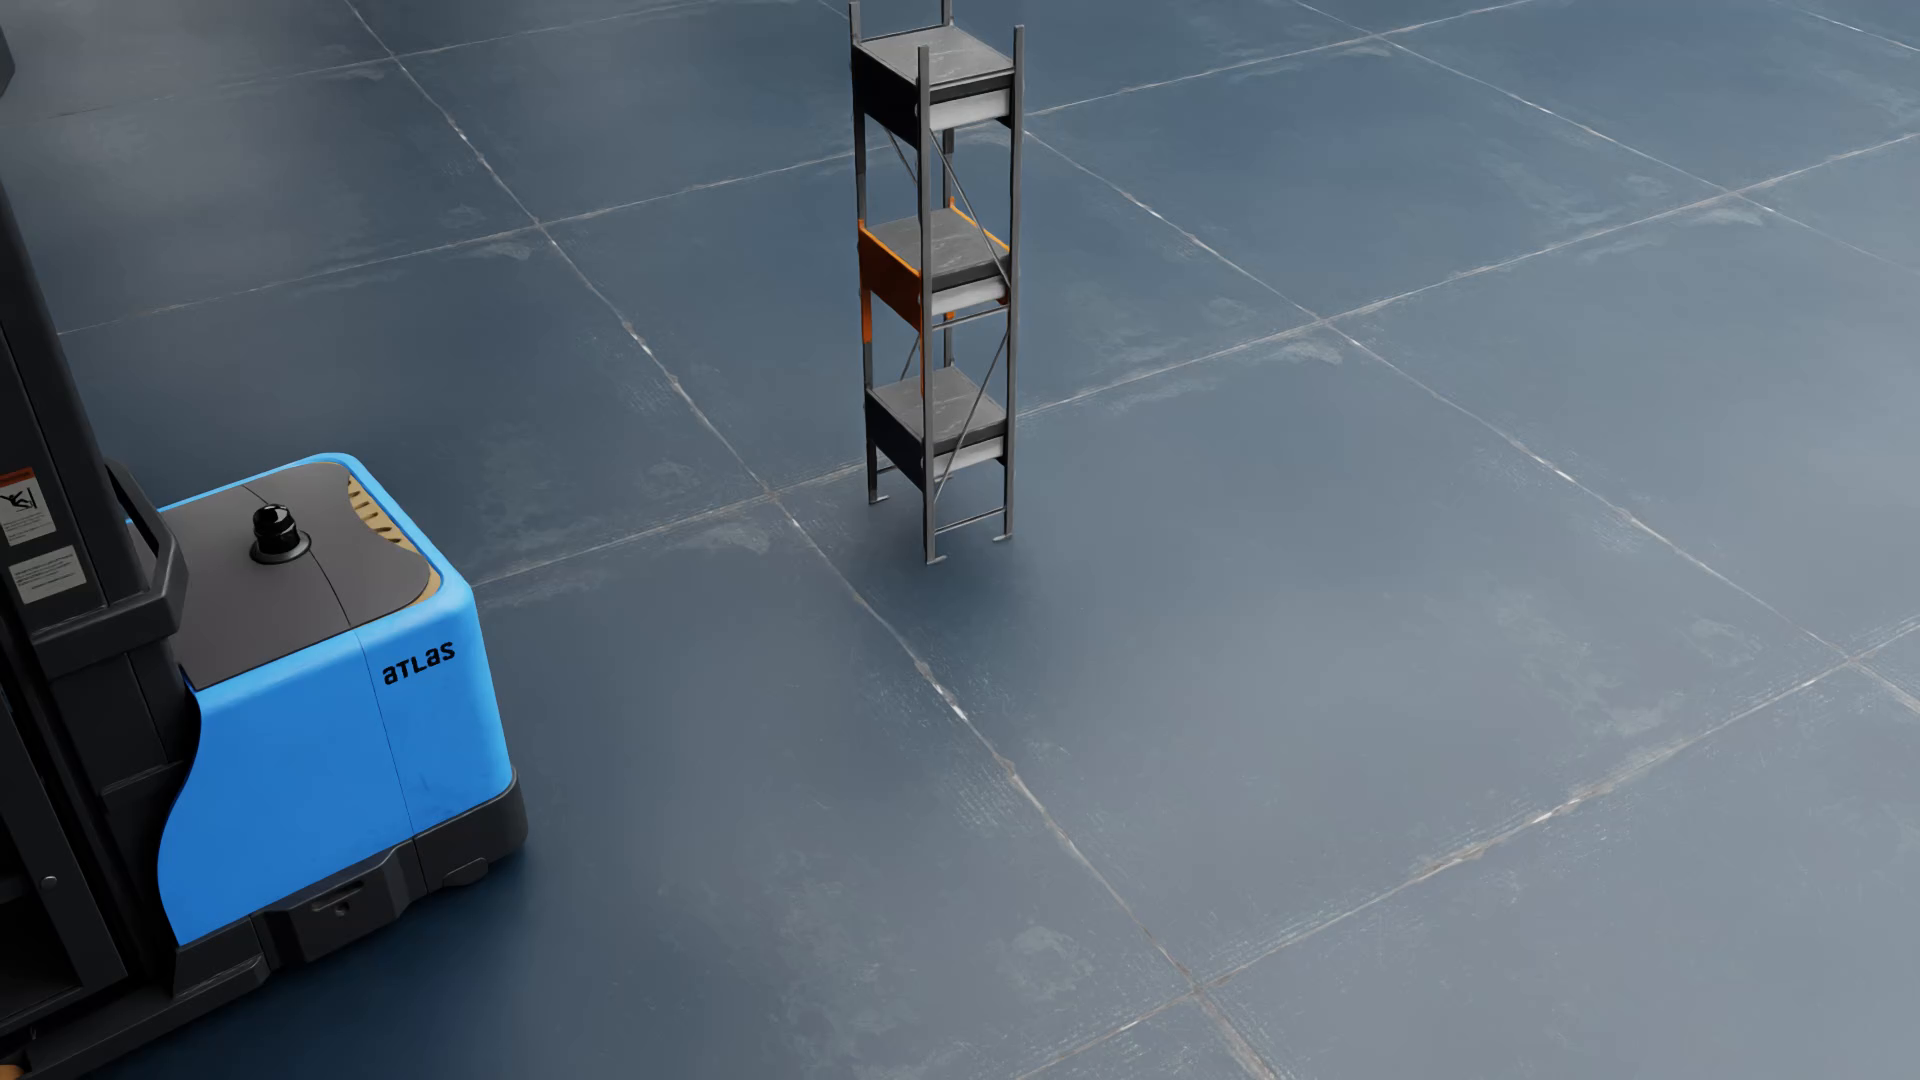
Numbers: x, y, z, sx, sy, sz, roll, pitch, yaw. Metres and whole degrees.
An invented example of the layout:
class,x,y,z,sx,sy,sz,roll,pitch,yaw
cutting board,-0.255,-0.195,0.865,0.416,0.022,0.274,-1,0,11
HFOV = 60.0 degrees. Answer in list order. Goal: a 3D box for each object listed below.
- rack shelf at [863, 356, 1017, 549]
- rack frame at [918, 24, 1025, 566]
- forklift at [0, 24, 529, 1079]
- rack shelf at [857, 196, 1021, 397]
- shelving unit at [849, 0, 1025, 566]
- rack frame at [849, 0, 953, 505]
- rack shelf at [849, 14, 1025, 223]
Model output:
class,x,y,z,sx,sy,sz,roll,pitch,yaw
rack shelf,-0.083,-0.356,6.667,0.431,0.518,0.480,-19,40,-24
rack frame,0.039,-0.808,6.076,0.400,2.100,0.015,-19,40,-24
forklift,-2.859,0.136,4.079,3.031,2.935,1.130,-25,43,-30
rack shelf,-0.083,-0.921,6.254,0.431,0.518,0.480,-19,40,-24
shelving unit,-0.083,-0.932,6.246,0.431,2.100,0.503,-19,40,-24
rack frame,-0.206,-1.057,6.417,0.400,2.100,0.015,-19,40,-24
rack shelf,-0.083,-1.487,5.841,0.431,0.518,0.480,-19,40,-24
